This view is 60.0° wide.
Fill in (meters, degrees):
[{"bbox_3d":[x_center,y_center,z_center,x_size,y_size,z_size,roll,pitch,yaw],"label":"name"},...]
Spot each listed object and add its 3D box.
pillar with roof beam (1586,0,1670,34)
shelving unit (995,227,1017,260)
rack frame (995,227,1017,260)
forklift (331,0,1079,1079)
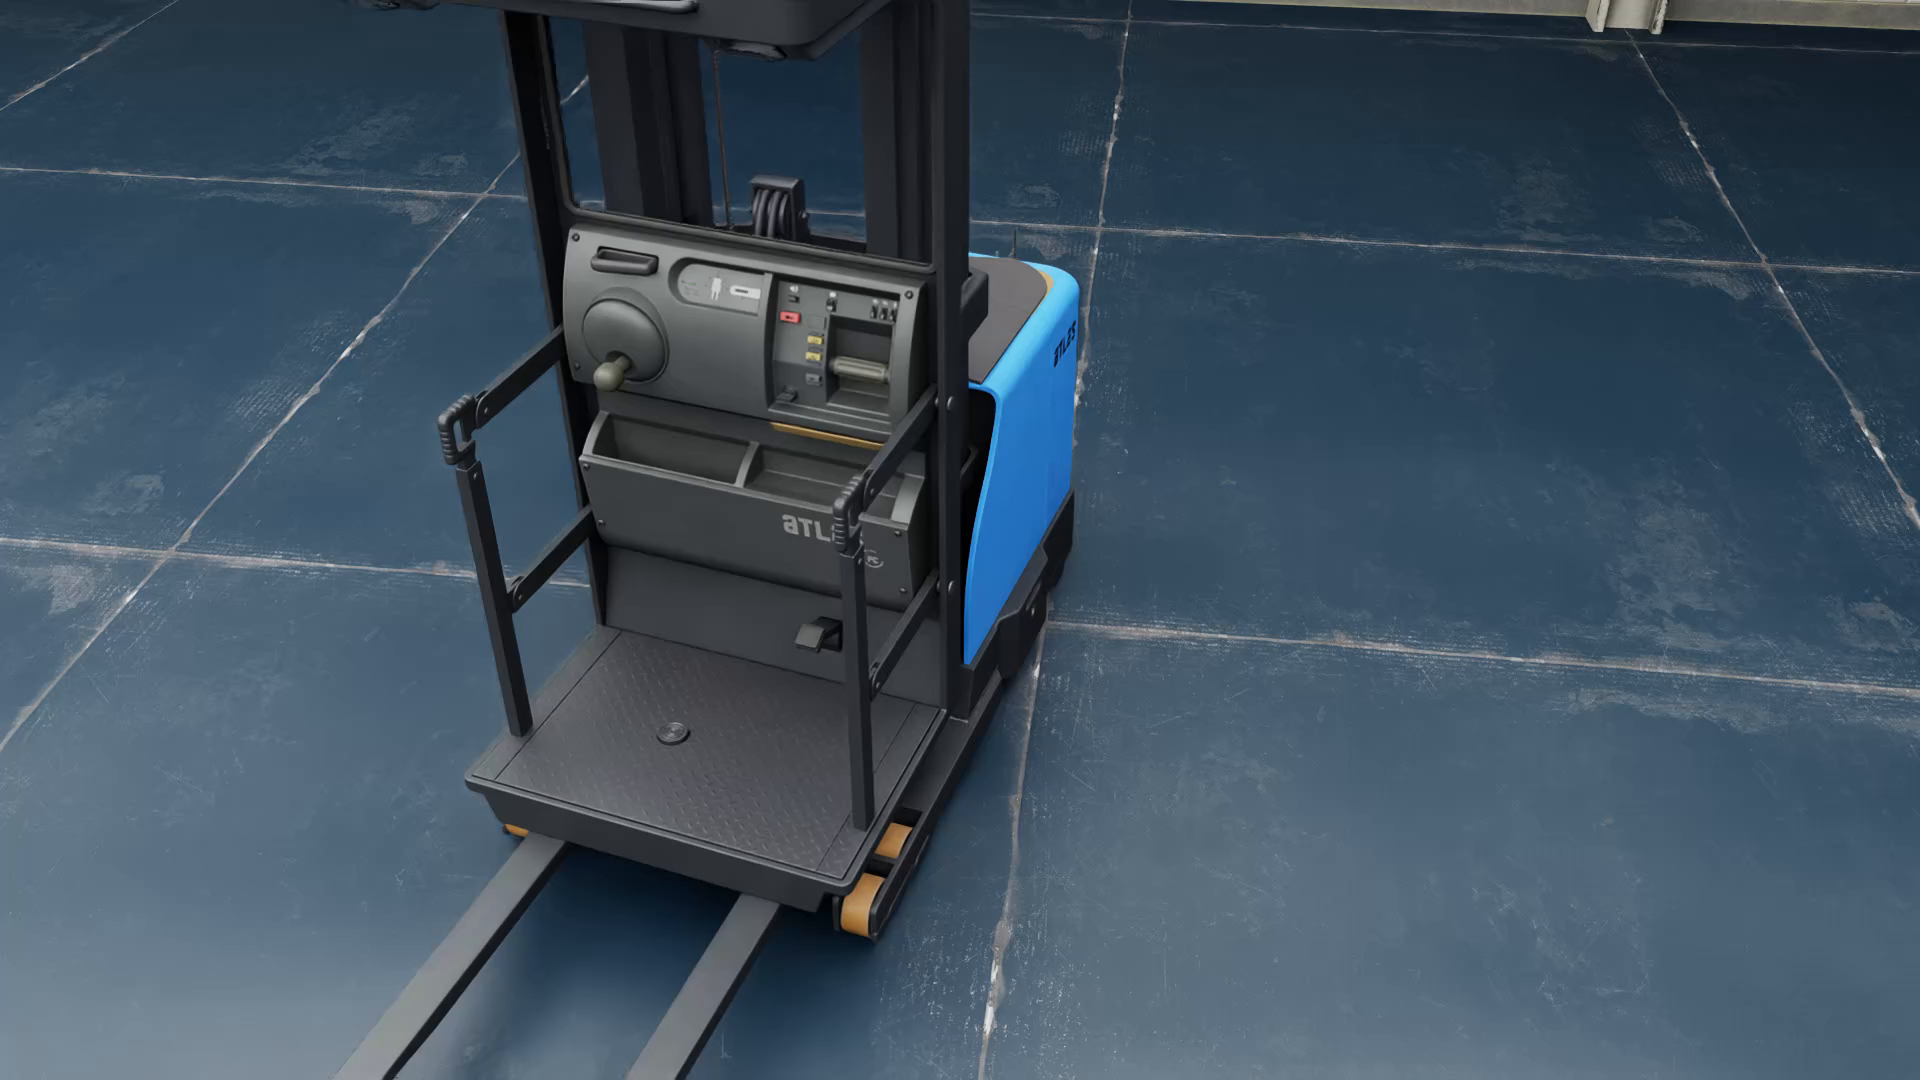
[{"bbox_3d":[3.503,-4.334,4.077,0.400,9.000,9.100,4,36,6],"label":"pillar with roof beam"},{"bbox_3d":[0.033,-0.549,5.615,0.252,1.050,0.215,12,37,16],"label":"shelving unit"},{"bbox_3d":[0.148,-0.525,5.582,0.008,1.050,0.200,12,37,16],"label":"rack frame"},{"bbox_3d":[-0.611,-0.440,3.843,1.130,2.935,3.031,12,37,16],"label":"forklift"}]
